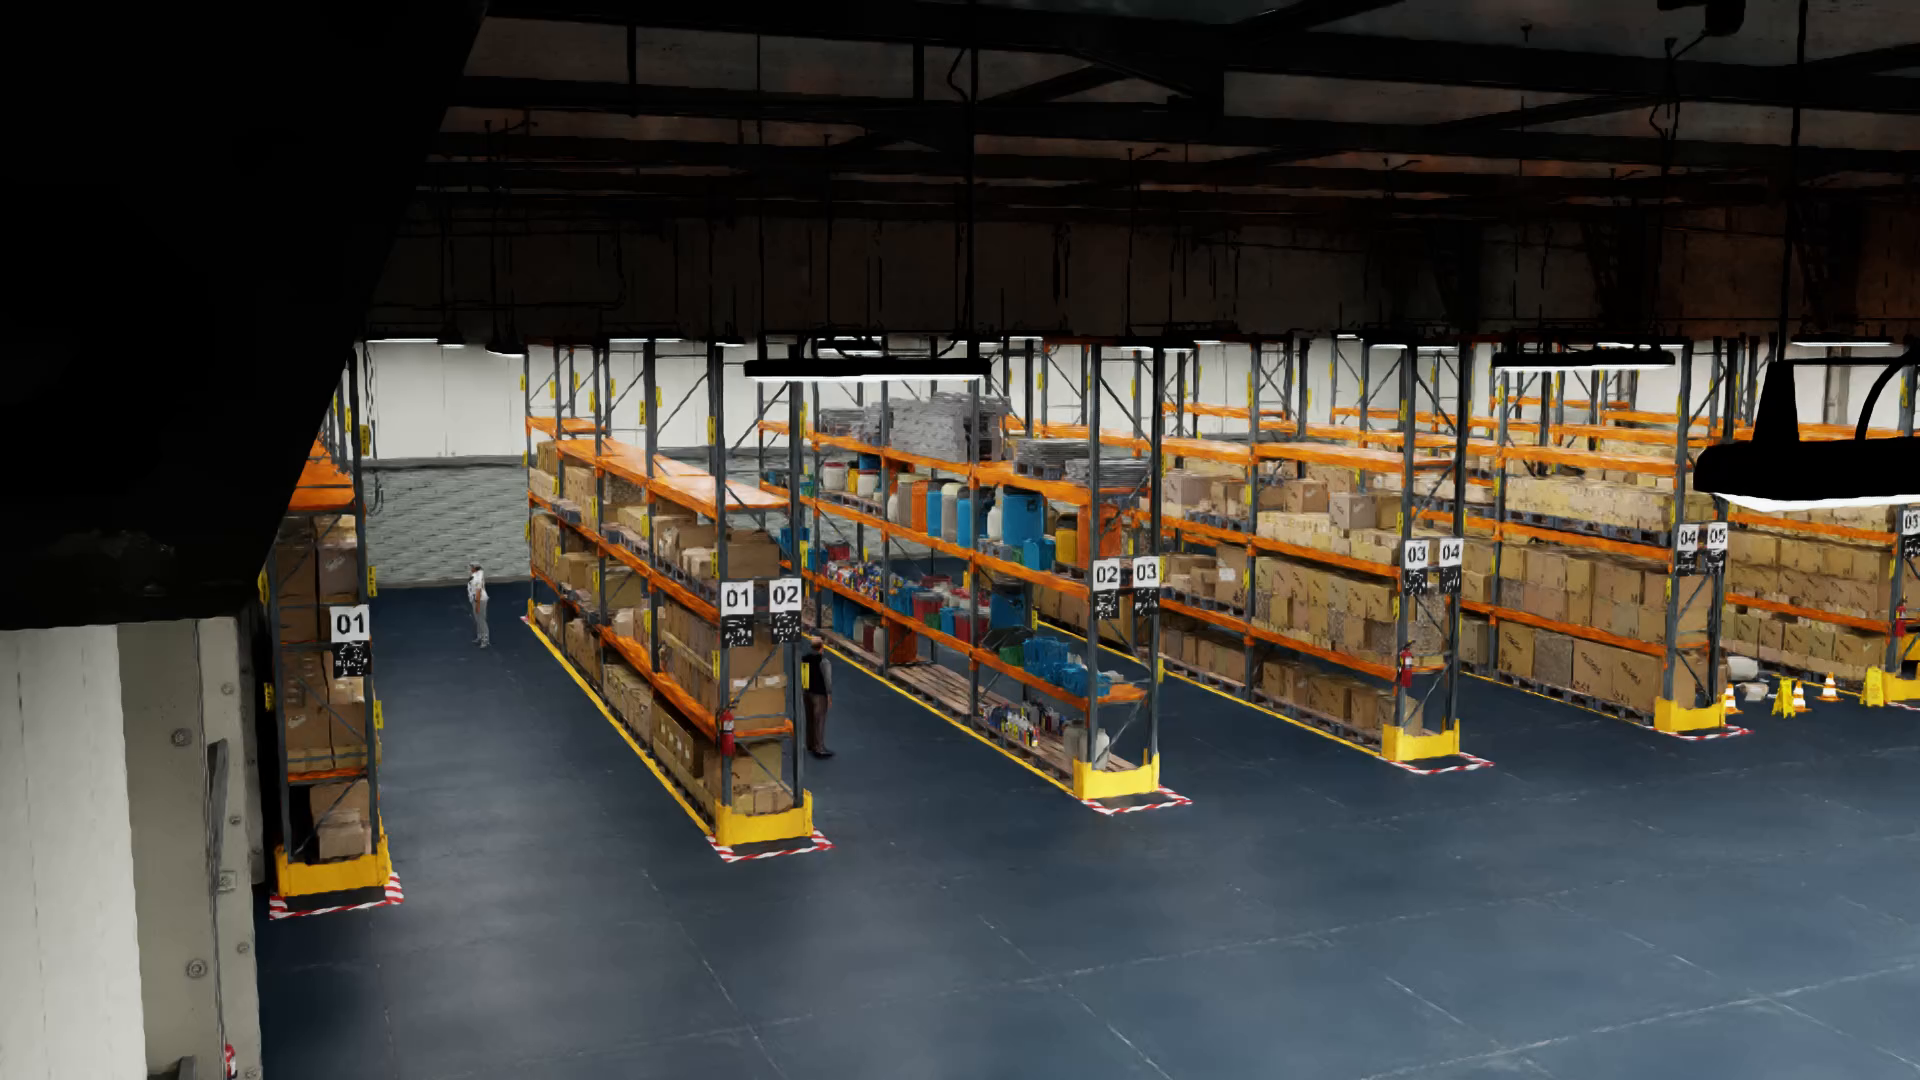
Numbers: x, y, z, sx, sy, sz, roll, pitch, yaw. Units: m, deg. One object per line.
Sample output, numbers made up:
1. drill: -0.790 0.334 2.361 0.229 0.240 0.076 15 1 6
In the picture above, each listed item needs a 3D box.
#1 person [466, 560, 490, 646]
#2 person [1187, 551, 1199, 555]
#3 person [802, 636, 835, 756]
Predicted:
1. person: -9.366 1.210 32.303 0.404 1.663 0.597 -2 8 -13
2. person: 4.700 1.000 34.115 0.639 1.632 0.512 -4 8 -25
3. person: -2.059 2.245 24.244 0.598 1.731 0.463 7 10 41
